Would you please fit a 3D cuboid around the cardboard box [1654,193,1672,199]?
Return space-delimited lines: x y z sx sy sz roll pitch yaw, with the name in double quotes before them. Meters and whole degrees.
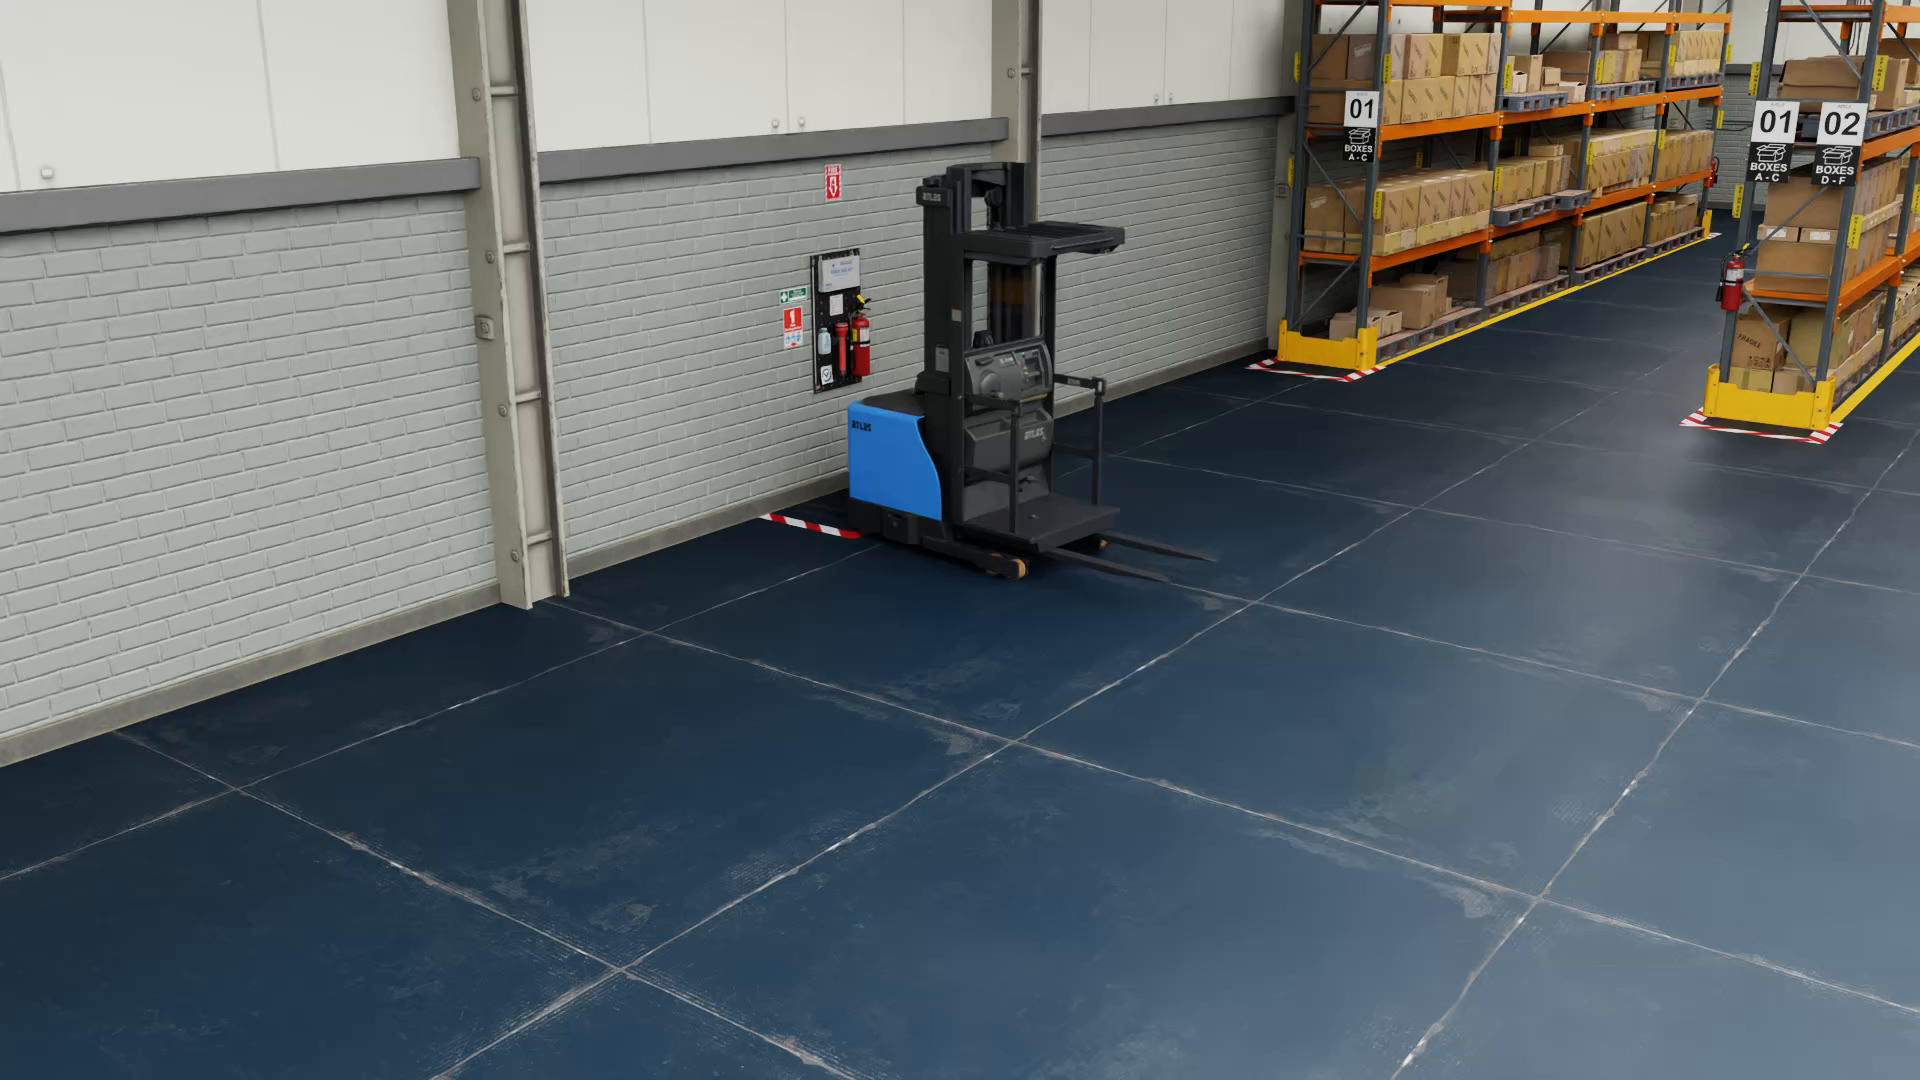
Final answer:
"cardboard box" 13.190 -6.444 31.349 0.380 0.149 0.250 12 21 35

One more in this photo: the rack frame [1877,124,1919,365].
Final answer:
"rack frame" 10.744 -3.635 19.890 1.000 3.000 0.127 12 21 35

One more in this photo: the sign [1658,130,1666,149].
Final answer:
"sign" 11.972 -6.836 28.380 0.100 0.325 0.005 12 21 35

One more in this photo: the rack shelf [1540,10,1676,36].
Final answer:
"rack shelf" 10.339 -8.269 26.584 1.077 0.370 4.000 12 21 35

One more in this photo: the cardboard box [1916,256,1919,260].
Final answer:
"cardboard box" 13.936 -3.787 23.855 0.500 0.500 0.500 12 21 33

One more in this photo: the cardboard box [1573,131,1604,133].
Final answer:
"cardboard box" 10.446 -6.662 27.672 0.500 0.250 0.500 12 21 33

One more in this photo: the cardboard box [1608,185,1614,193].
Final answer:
"cardboard box" 10.435 -5.756 27.111 0.380 0.149 0.250 13 21 35

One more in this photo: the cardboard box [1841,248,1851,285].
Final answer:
"cardboard box" 8.958 -2.964 17.563 0.700 0.500 0.500 13 22 36

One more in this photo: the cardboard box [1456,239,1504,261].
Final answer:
"cardboard box" 7.449 -4.167 23.814 0.500 0.250 0.500 12 21 34

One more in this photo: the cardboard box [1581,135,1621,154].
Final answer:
"cardboard box" 10.239 -6.330 26.600 0.500 0.250 0.500 13 21 35

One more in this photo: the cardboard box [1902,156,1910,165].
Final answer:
"cardboard box" 14.690 -5.540 25.149 0.500 0.500 0.700 -16 23 -42

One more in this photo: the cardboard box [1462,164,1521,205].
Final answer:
"cardboard box" 7.433 -5.014 23.421 0.700 0.500 0.500 15 23 40

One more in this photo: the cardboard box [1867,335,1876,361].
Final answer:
"cardboard box" 10.338 -2.256 19.378 0.500 0.250 0.500 12 21 35

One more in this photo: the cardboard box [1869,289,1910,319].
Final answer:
"cardboard box" 11.493 -2.963 20.708 0.500 0.311 0.500 12 21 34

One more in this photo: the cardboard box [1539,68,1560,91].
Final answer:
"cardboard box" 8.300 -6.661 24.369 0.797 0.503 0.637 16 24 42

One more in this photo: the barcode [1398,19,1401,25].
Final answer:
"barcode" 5.590 -6.594 21.158 0.001 0.075 0.075 12 21 35

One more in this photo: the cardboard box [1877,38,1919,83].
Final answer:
"cardboard box" 11.144 -5.694 19.744 0.500 0.500 0.500 13 21 35

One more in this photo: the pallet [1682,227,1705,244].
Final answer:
"pallet" 13.500 -5.831 31.665 1.003 0.211 1.213 12 21 35

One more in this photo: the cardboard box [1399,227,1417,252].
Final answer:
"cardboard box" 5.224 -3.681 20.257 0.500 0.250 0.500 12 21 33

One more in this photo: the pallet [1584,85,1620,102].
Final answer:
"pallet" 9.488 -6.967 25.881 1.213 0.211 1.003 14 22 37

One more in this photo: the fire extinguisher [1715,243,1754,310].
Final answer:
"fire extinguisher" 7.918 -2.699 17.007 0.296 0.674 0.183 12 21 35

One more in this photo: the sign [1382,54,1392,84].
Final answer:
"sign" 4.816 -5.310 18.755 0.100 0.325 0.005 12 21 35

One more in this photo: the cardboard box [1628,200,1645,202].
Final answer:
"cardboard box" 12.281 -6.080 30.179 0.380 0.149 0.250 12 21 33

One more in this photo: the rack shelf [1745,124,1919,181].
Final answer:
"rack shelf" 9.553 -4.247 18.018 1.077 0.370 4.000 12 21 35

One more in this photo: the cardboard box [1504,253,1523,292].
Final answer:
"cardboard box" 7.793 -3.950 24.379 0.700 0.500 0.500 13 21 35

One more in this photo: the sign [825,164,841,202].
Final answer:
"sign" -1.060 -2.988 13.898 0.001 0.298 0.199 12 21 35

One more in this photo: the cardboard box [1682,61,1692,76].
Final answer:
"cardboard box" 12.469 -8.260 29.105 0.500 0.250 0.500 12 21 34

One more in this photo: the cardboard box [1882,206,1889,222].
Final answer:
"cardboard box" 10.296 -3.705 18.856 0.380 0.149 0.250 12 21 35

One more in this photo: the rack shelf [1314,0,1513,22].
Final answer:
"rack shelf" 5.572 -6.553 20.389 1.077 0.370 4.000 12 21 35

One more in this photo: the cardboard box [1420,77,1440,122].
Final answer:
"cardboard box" 5.435 -5.328 20.082 0.500 0.500 0.500 14 22 37

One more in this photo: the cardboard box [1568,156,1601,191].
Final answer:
"cardboard box" 9.642 -5.732 25.939 0.500 0.500 0.500 13 22 36

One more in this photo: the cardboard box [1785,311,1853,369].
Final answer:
"cardboard box" 9.156 -2.135 17.726 0.500 0.500 0.500 12 21 35

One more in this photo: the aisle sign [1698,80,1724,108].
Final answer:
"aisle sign" 14.198 -8.573 31.409 0.394 0.787 0.004 12 21 35

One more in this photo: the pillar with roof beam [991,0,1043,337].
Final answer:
"pillar with roof beam" 3.985 -4.551 12.726 9.100 9.000 0.400 12 21 35

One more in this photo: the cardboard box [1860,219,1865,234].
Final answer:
"cardboard box" 9.382 -3.341 17.682 0.380 0.149 0.250 12 21 33

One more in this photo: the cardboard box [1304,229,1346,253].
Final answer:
"cardboard box" 4.503 -3.640 20.126 0.500 0.250 0.500 13 21 35

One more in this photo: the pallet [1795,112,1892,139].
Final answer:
"pallet" 8.803 -4.236 16.918 1.003 0.211 1.213 12 21 35

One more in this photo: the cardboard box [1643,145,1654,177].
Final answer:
"cardboard box" 11.458 -6.459 28.282 0.500 0.500 0.500 12 21 34

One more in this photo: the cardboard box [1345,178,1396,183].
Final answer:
"cardboard box" 5.103 -4.244 20.808 0.500 0.500 0.500 12 21 33

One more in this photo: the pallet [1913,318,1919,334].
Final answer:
"pallet" 12.606 -3.066 22.762 1.003 0.211 1.213 12 21 35

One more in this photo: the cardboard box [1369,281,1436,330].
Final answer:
"cardboard box" 5.682 -3.023 21.394 0.700 0.500 0.500 11 20 31

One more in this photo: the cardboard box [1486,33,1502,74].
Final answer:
"cardboard box" 6.683 -6.309 21.556 0.500 0.500 0.500 10 20 30

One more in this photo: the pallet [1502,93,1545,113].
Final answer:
"pallet" 7.217 -5.980 22.702 1.213 0.211 1.003 12 21 35

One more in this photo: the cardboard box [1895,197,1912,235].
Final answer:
"cardboard box" 11.827 -4.107 21.243 0.500 0.500 0.500 12 21 35

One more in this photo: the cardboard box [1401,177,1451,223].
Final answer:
"cardboard box" 5.820 -4.276 20.910 0.500 0.500 0.500 13 22 36

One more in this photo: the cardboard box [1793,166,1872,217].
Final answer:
"cardboard box" 9.290 -3.717 17.800 0.700 0.500 0.500 13 21 35

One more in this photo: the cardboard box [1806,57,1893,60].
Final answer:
"cardboard box" 9.662 -5.014 18.155 0.797 0.503 0.637 15 23 41

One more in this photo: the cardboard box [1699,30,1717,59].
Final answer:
"cardboard box" 13.390 -8.995 30.204 0.500 0.500 0.500 13 22 36

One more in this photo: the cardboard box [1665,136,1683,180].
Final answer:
"cardboard box" 12.306 -6.857 29.761 0.980 0.700 0.700 12 21 33

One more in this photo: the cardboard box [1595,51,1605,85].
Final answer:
"cardboard box" 9.663 -7.413 26.090 0.700 0.500 0.500 11 20 32

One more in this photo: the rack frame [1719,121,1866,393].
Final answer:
"rack frame" 8.361 -2.682 16.822 1.000 3.000 0.127 12 21 35

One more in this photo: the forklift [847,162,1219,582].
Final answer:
"forklift" 0.528 -1.273 12.401 3.031 2.935 1.130 15 23 40

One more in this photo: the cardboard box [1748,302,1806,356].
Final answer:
"cardboard box" 9.026 -2.348 18.412 0.500 0.500 0.500 12 21 35

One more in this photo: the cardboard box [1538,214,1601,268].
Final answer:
"cardboard box" 9.691 -4.788 26.520 0.750 0.750 0.750 12 21 34

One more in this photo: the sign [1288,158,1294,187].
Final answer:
"sign" 3.947 -4.363 19.751 0.100 0.325 0.005 12 21 35

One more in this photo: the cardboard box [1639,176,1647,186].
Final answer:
"cardboard box" 11.425 -6.109 28.249 0.380 0.149 0.250 13 21 36

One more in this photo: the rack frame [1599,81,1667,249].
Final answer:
"rack frame" 11.530 -6.414 28.842 1.000 3.000 0.127 12 21 35

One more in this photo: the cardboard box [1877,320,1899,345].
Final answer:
"cardboard box" 11.184 -2.574 20.404 0.500 0.250 0.500 12 21 33

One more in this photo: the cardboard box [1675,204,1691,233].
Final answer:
"cardboard box" 13.279 -6.070 31.240 0.700 0.500 0.500 12 21 35
